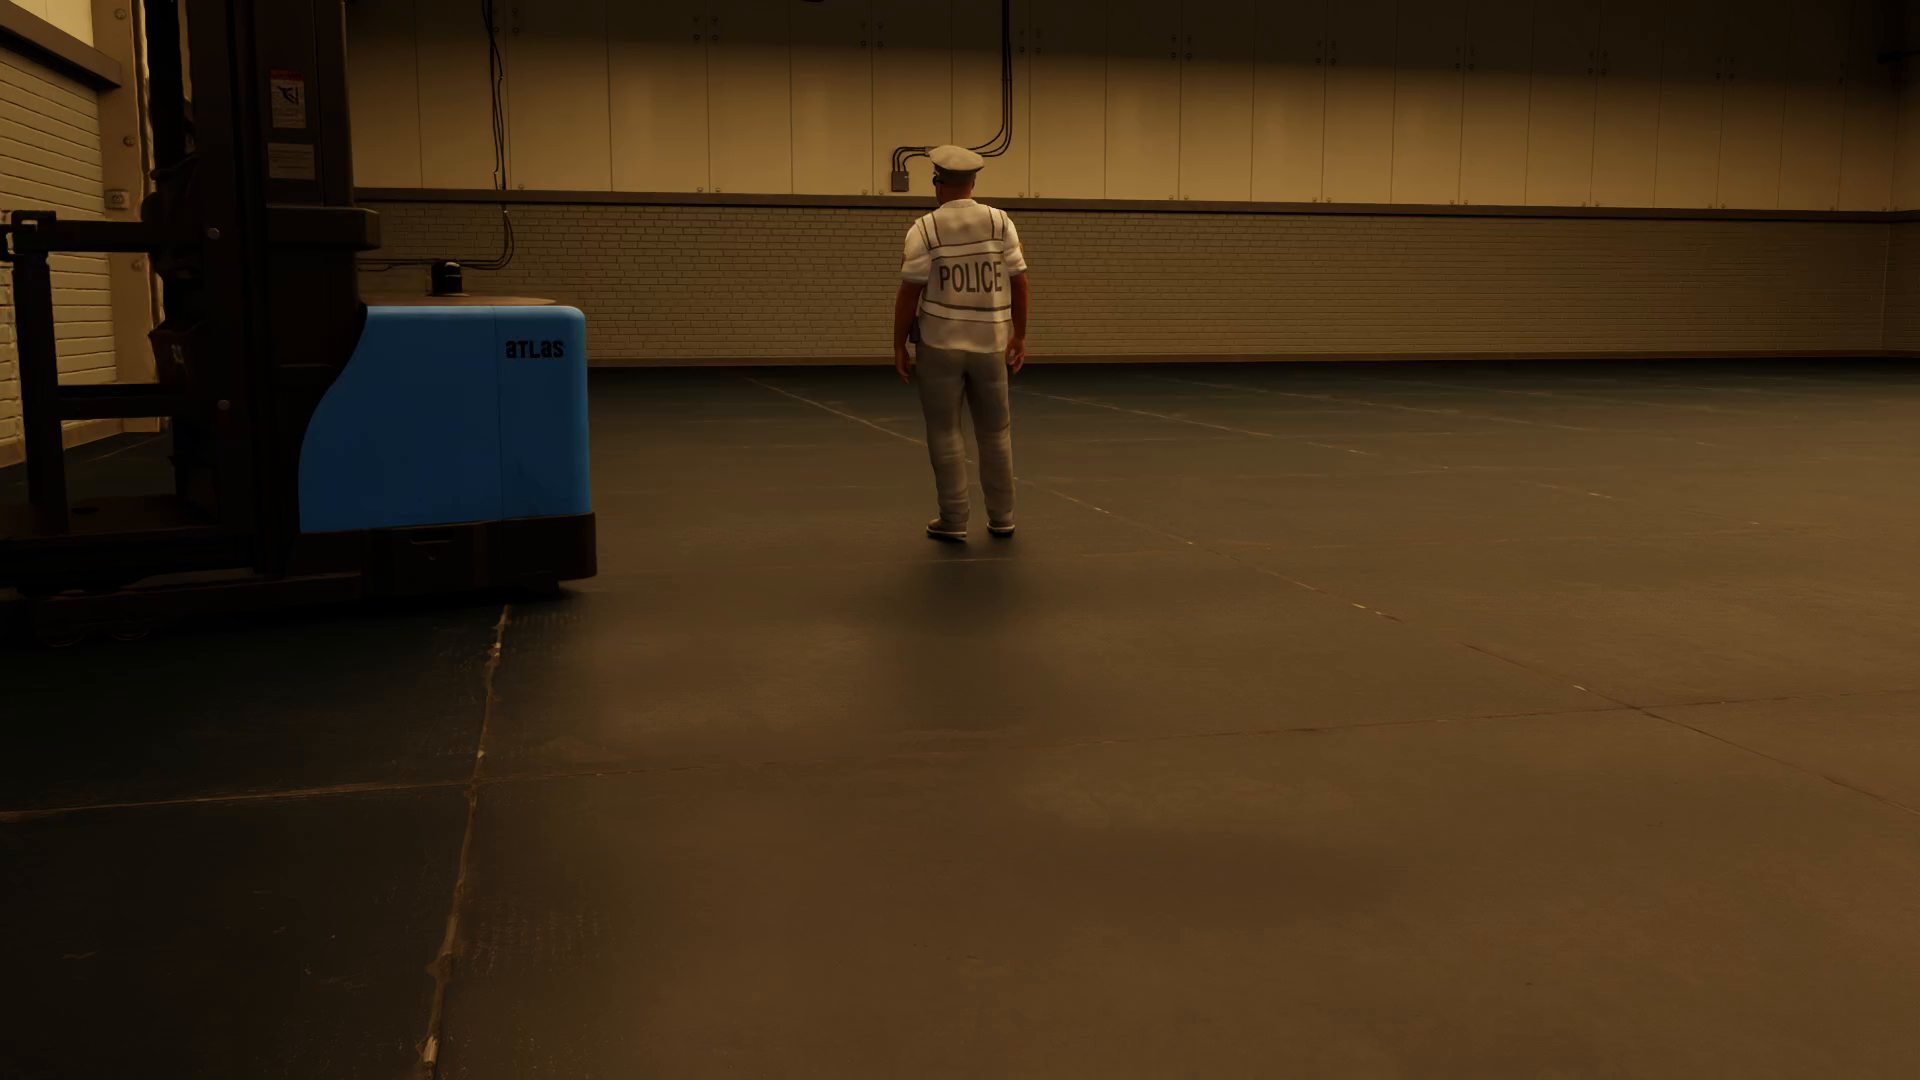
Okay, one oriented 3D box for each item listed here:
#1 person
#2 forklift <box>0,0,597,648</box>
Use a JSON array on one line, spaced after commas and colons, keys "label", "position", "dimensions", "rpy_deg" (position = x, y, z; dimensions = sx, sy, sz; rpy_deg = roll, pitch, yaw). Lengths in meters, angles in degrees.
[{"label": "person", "position": [-0.006, -0.900, 7.660], "dimensions": [0.640, 1.781, 0.575], "rpy_deg": [-2, 8, -13]}, {"label": "forklift", "position": [-2.888, -1.193, 5.660], "dimensions": [3.031, 2.935, 1.130], "rpy_deg": [-5, 9, -32]}]
